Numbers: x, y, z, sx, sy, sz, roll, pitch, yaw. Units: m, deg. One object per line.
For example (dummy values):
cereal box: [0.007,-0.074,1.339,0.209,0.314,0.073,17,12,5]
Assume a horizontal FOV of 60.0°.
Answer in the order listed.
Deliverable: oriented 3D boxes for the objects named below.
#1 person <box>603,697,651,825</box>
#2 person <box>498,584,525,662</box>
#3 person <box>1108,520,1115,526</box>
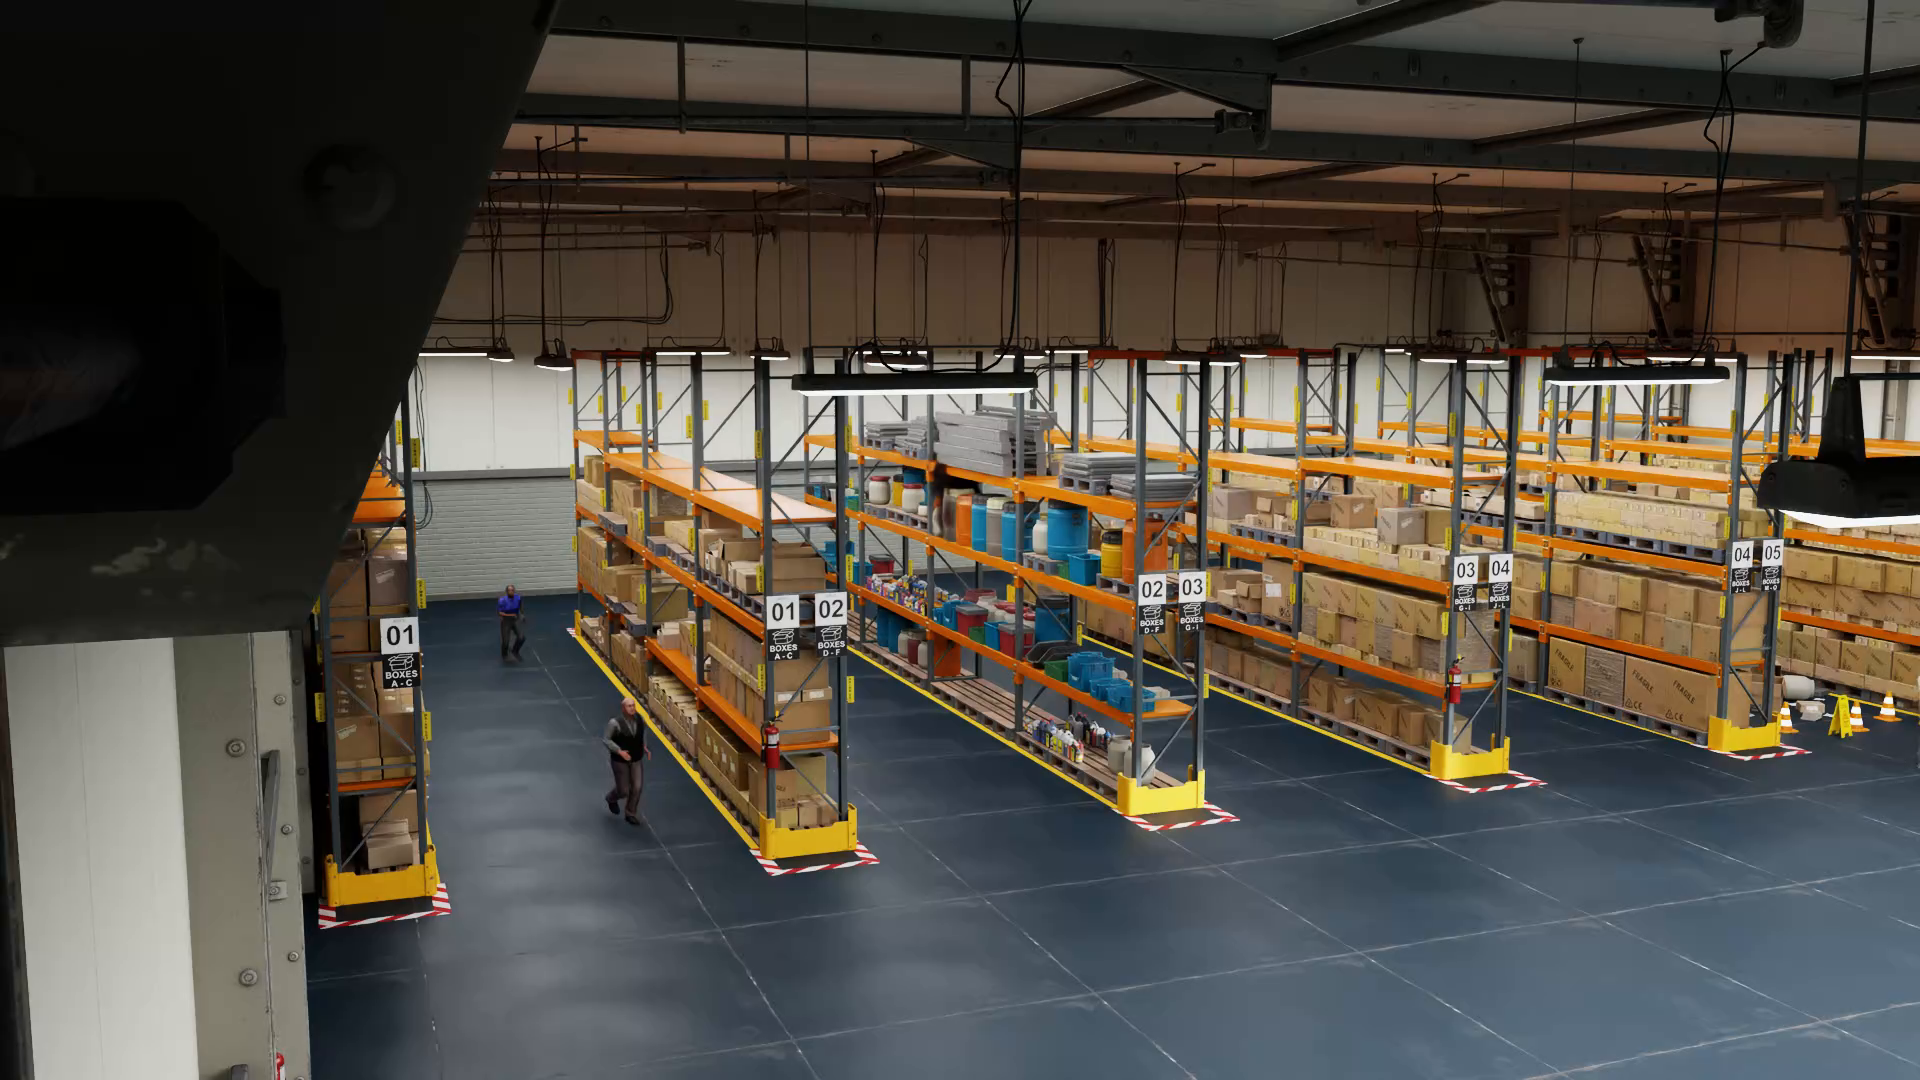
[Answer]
person: [-4.348,2.840,21.577,0.657,1.670,0.754,-5,9,-36]
person: [-8.607,1.646,31.926,0.573,1.437,0.874,-5,8,-33]
person: [3.659,0.362,41.228,0.733,1.783,0.982,-2,7,-17]
